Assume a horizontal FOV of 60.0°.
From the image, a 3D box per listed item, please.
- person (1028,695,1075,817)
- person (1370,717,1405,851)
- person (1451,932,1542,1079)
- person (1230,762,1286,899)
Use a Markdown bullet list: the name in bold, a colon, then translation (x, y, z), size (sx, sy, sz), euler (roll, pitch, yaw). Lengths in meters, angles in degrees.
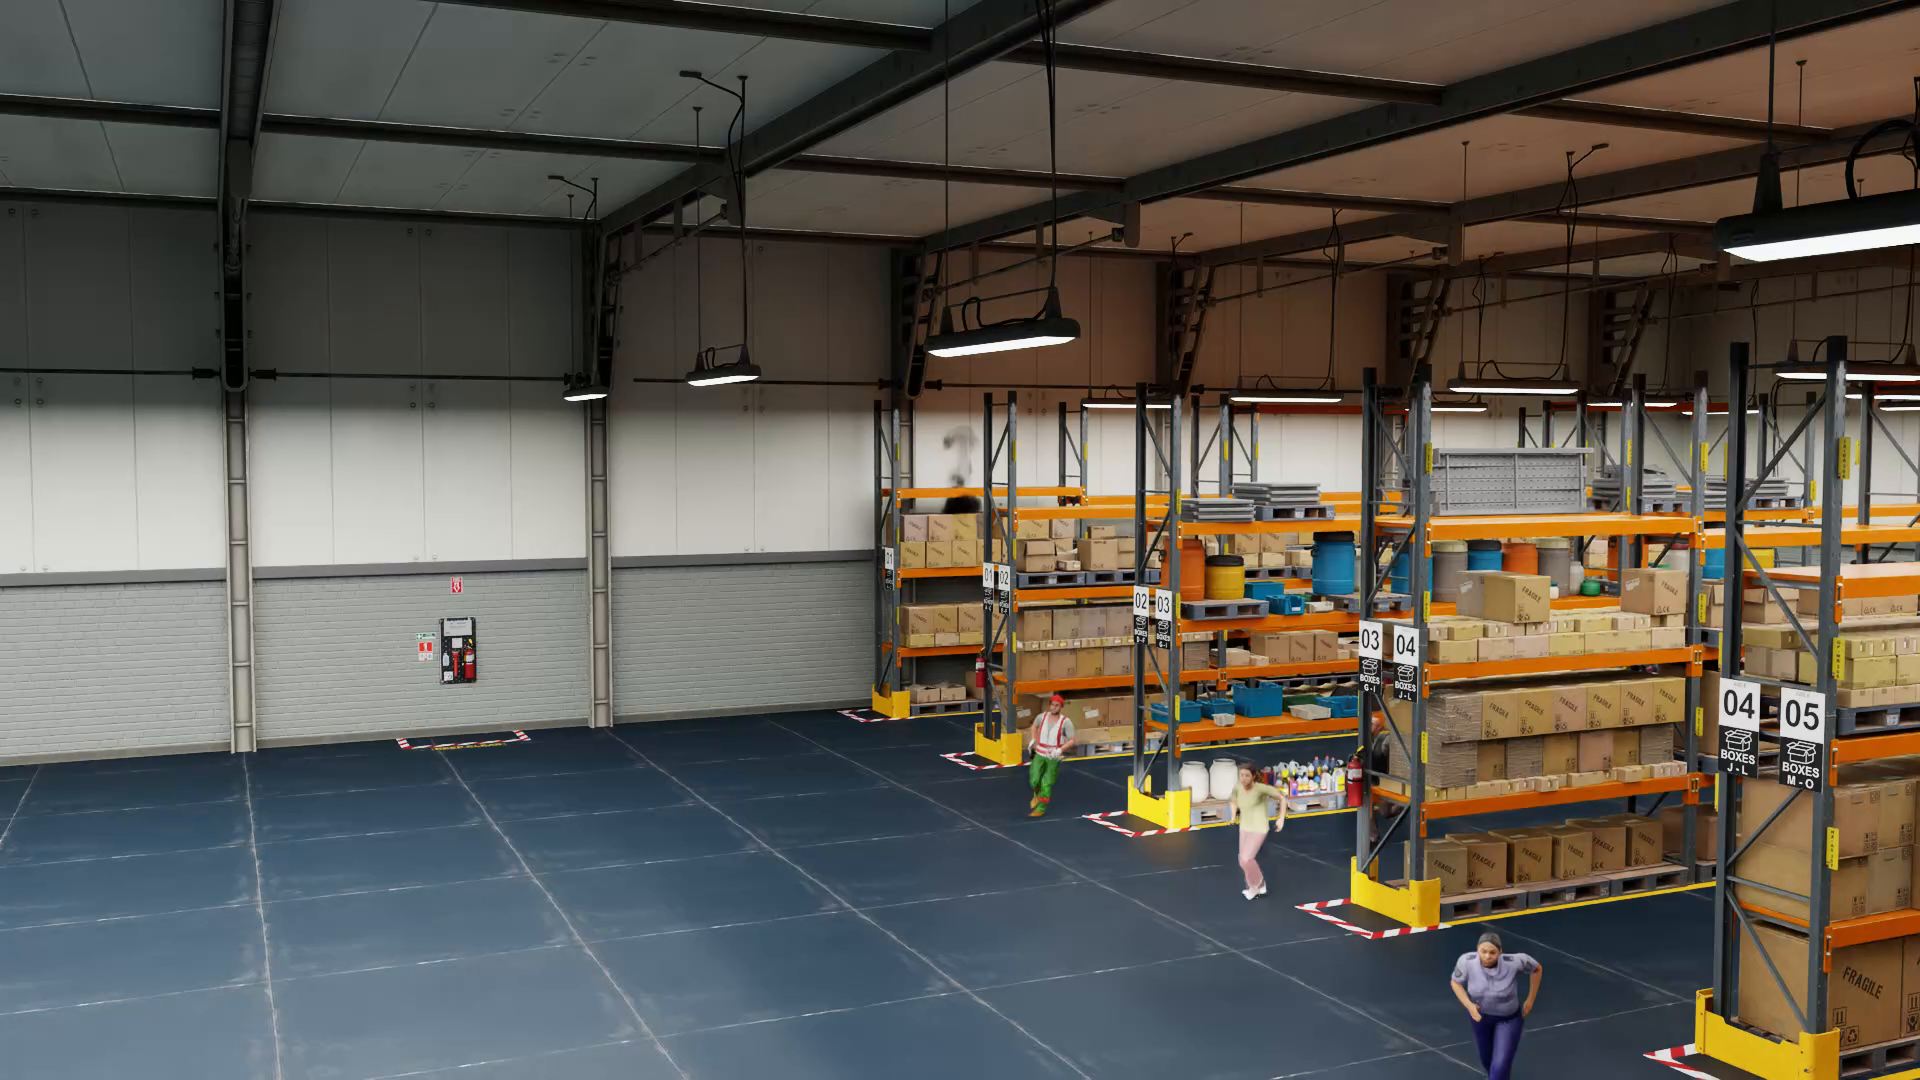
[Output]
- **person**: translation (1.243, 2.976, 22.815), size (0.679, 1.714, 0.538), euler (1, 4, 20)
- **person**: translation (5.420, 3.105, 21.351), size (0.850, 1.706, 0.670), euler (-3, 5, -43)
- **person**: translation (4.072, 3.643, 12.615), size (0.648, 1.548, 0.951), euler (1, 4, 24)
- **person**: translation (3.324, 3.280, 18.672), size (0.630, 1.605, 0.689), euler (3, 5, 43)
